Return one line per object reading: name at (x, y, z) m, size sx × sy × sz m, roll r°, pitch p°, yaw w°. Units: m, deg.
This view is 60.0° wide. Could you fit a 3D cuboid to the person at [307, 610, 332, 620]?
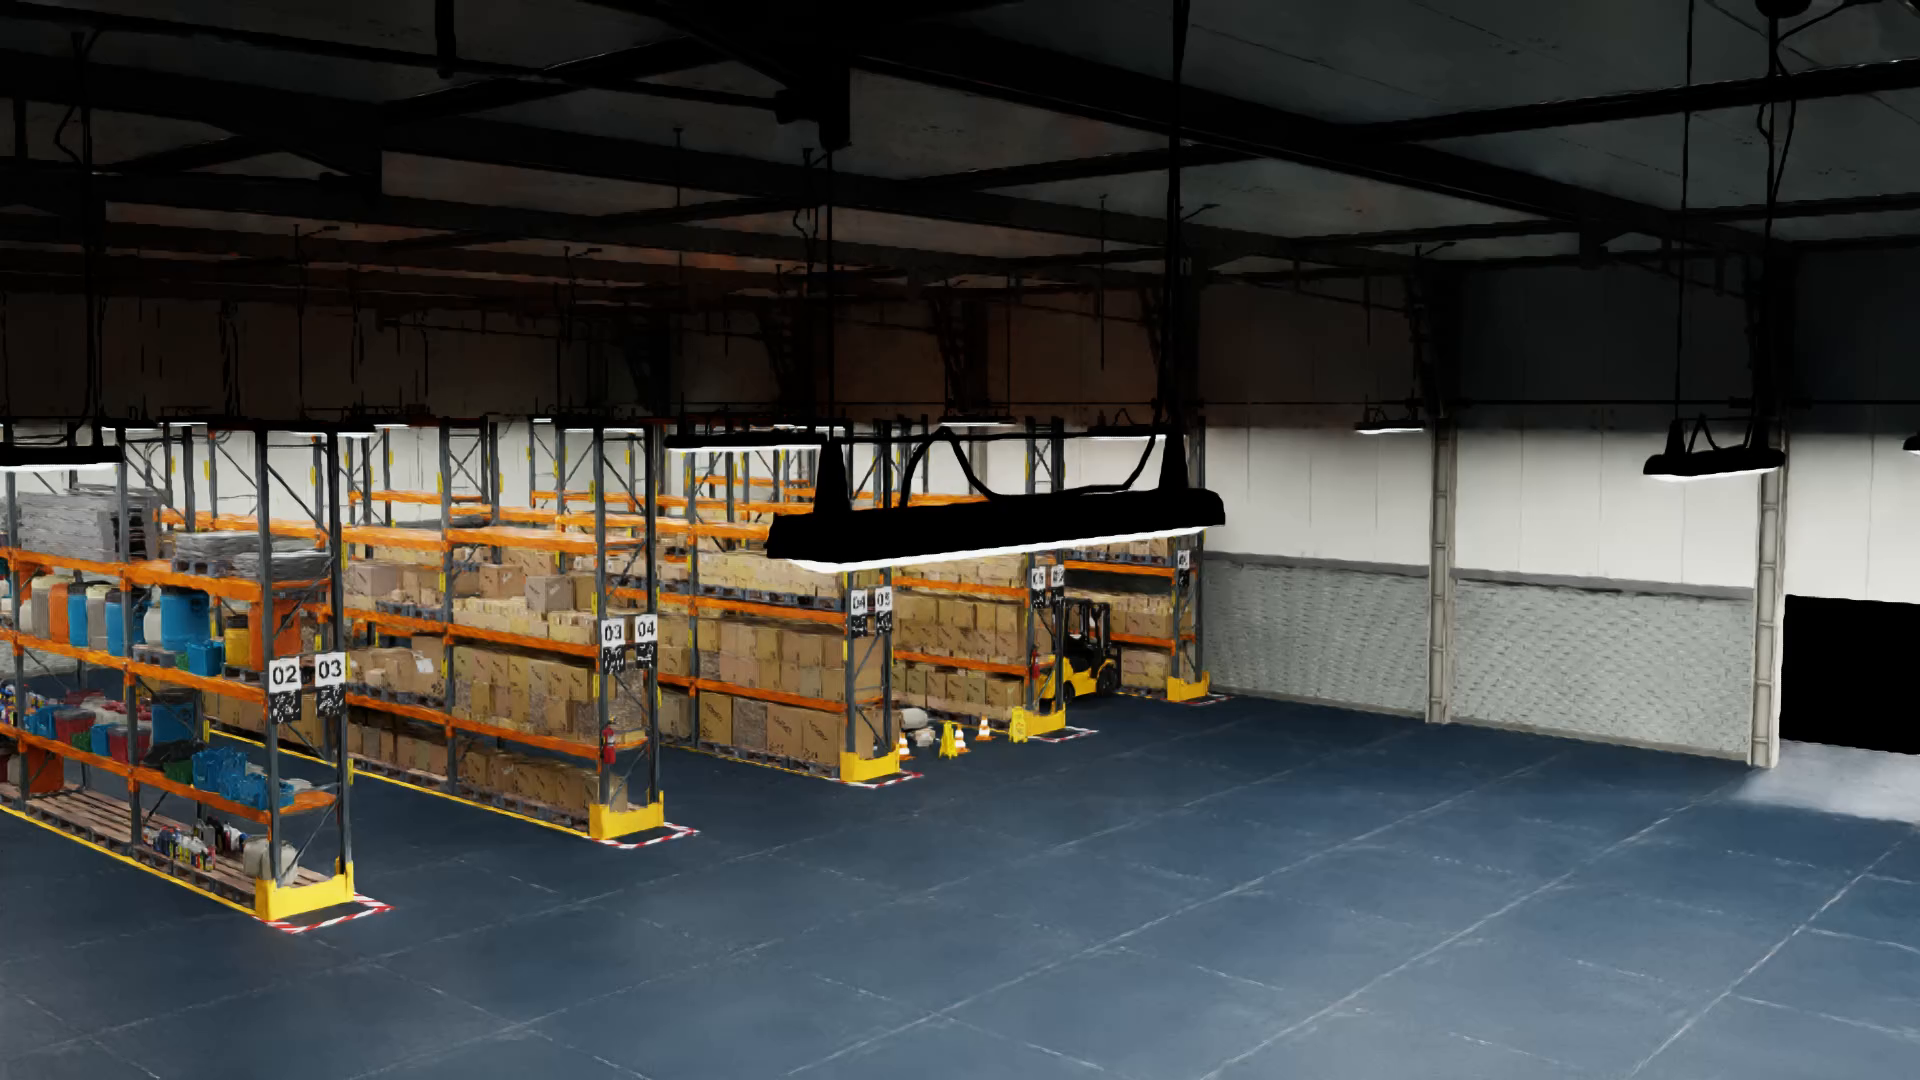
person at (-15.101, 2.186, 39.315) m, size 0.625 × 1.773 × 0.553 m, roll -1°, pitch 5°, yaw -13°
